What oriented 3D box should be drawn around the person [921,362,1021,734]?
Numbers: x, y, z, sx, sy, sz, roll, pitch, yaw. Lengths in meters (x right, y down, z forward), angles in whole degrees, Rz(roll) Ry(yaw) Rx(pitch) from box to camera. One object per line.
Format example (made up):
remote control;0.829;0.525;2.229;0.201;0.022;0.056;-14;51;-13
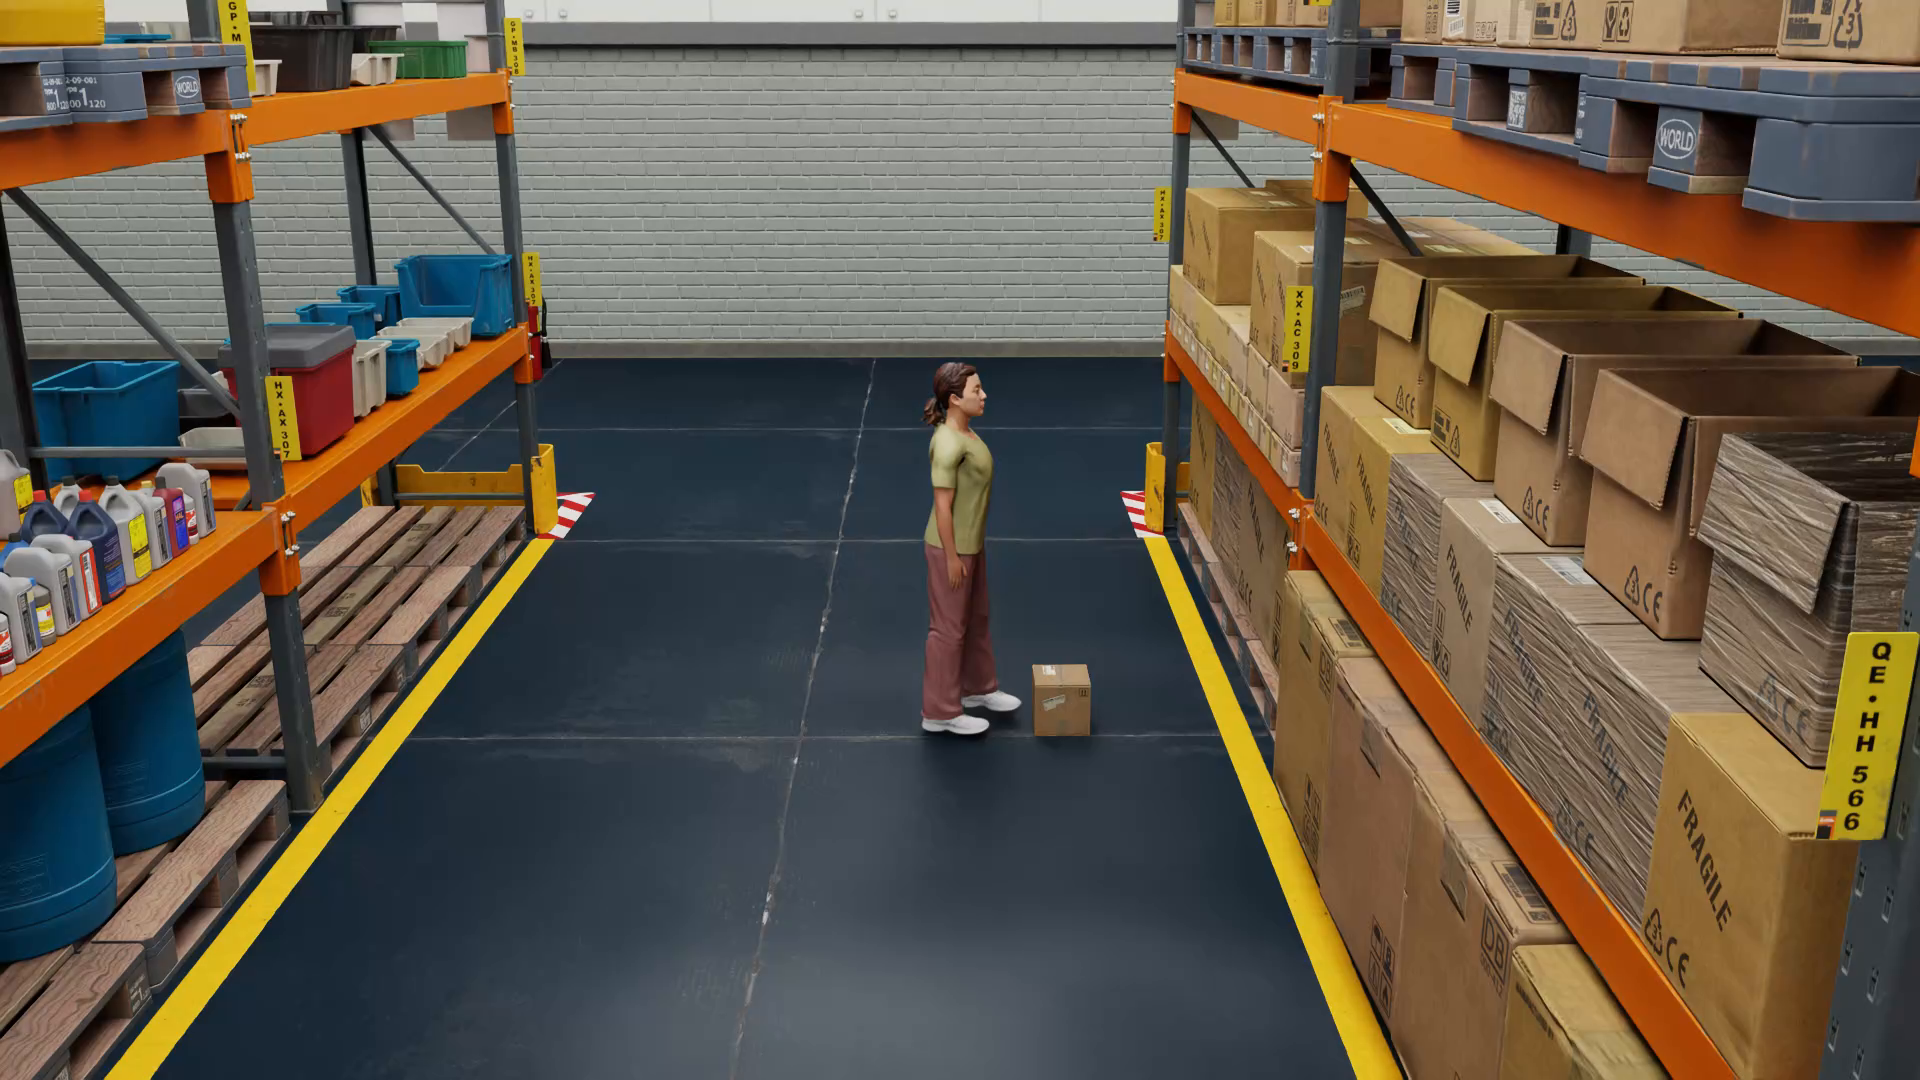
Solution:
person;0.050;0.035;7.368;0.442;1.674;0.491;2;17;7
